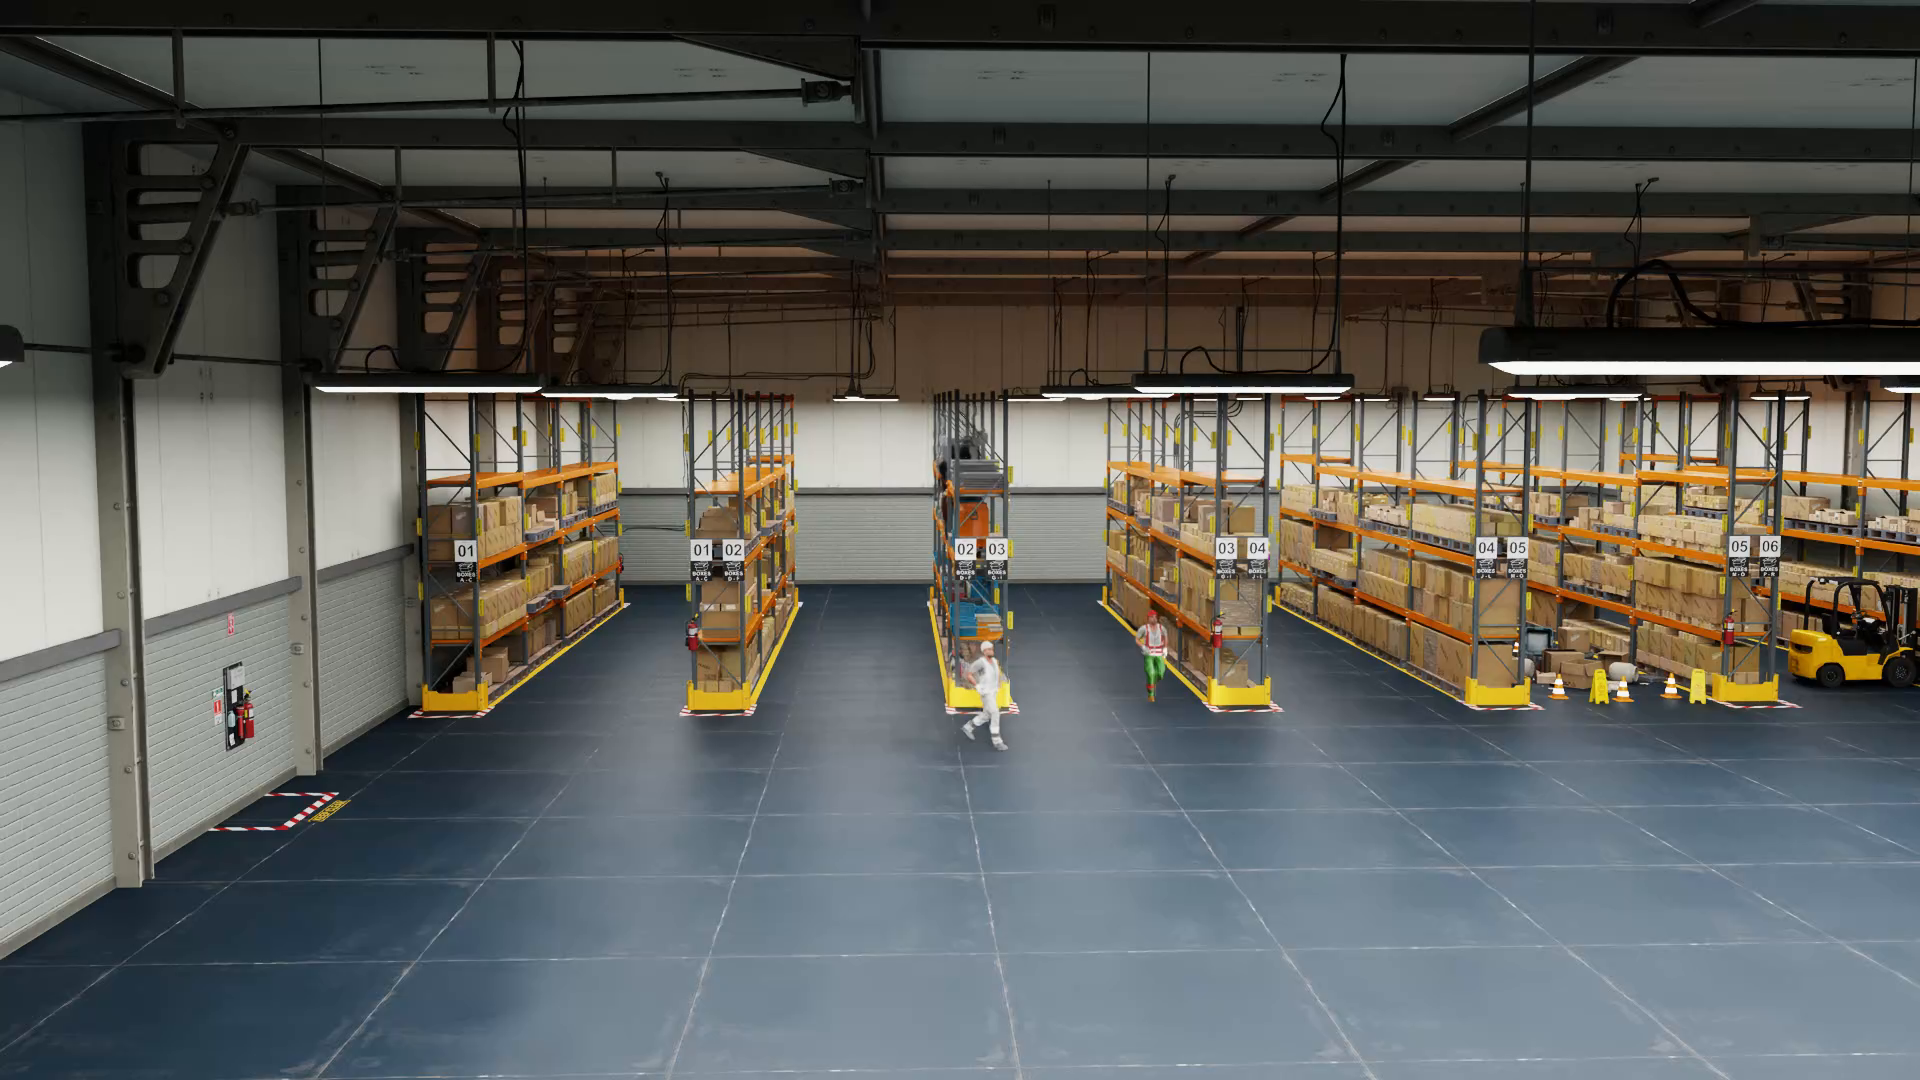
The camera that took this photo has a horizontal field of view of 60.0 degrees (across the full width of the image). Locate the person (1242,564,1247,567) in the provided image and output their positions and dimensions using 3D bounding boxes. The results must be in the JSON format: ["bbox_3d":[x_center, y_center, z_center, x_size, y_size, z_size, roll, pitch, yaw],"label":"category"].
[{"bbox_3d":[8.247,0.974,48.283,0.870,1.642,0.619,-3,6,-33],"label":"person"}]

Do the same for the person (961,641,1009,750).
[{"bbox_3d":[0.441,2.570,27.731,0.916,1.794,0.639,3,5,30],"label":"person"}]

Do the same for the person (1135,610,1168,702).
[{"bbox_3d":[3.724,2.233,32.133,0.667,1.760,0.598,-1,5,-8],"label":"person"}]

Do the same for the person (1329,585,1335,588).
[{"bbox_3d":[10.907,0.970,48.216,0.632,1.720,0.735,-2,5,-23],"label":"person"}]
